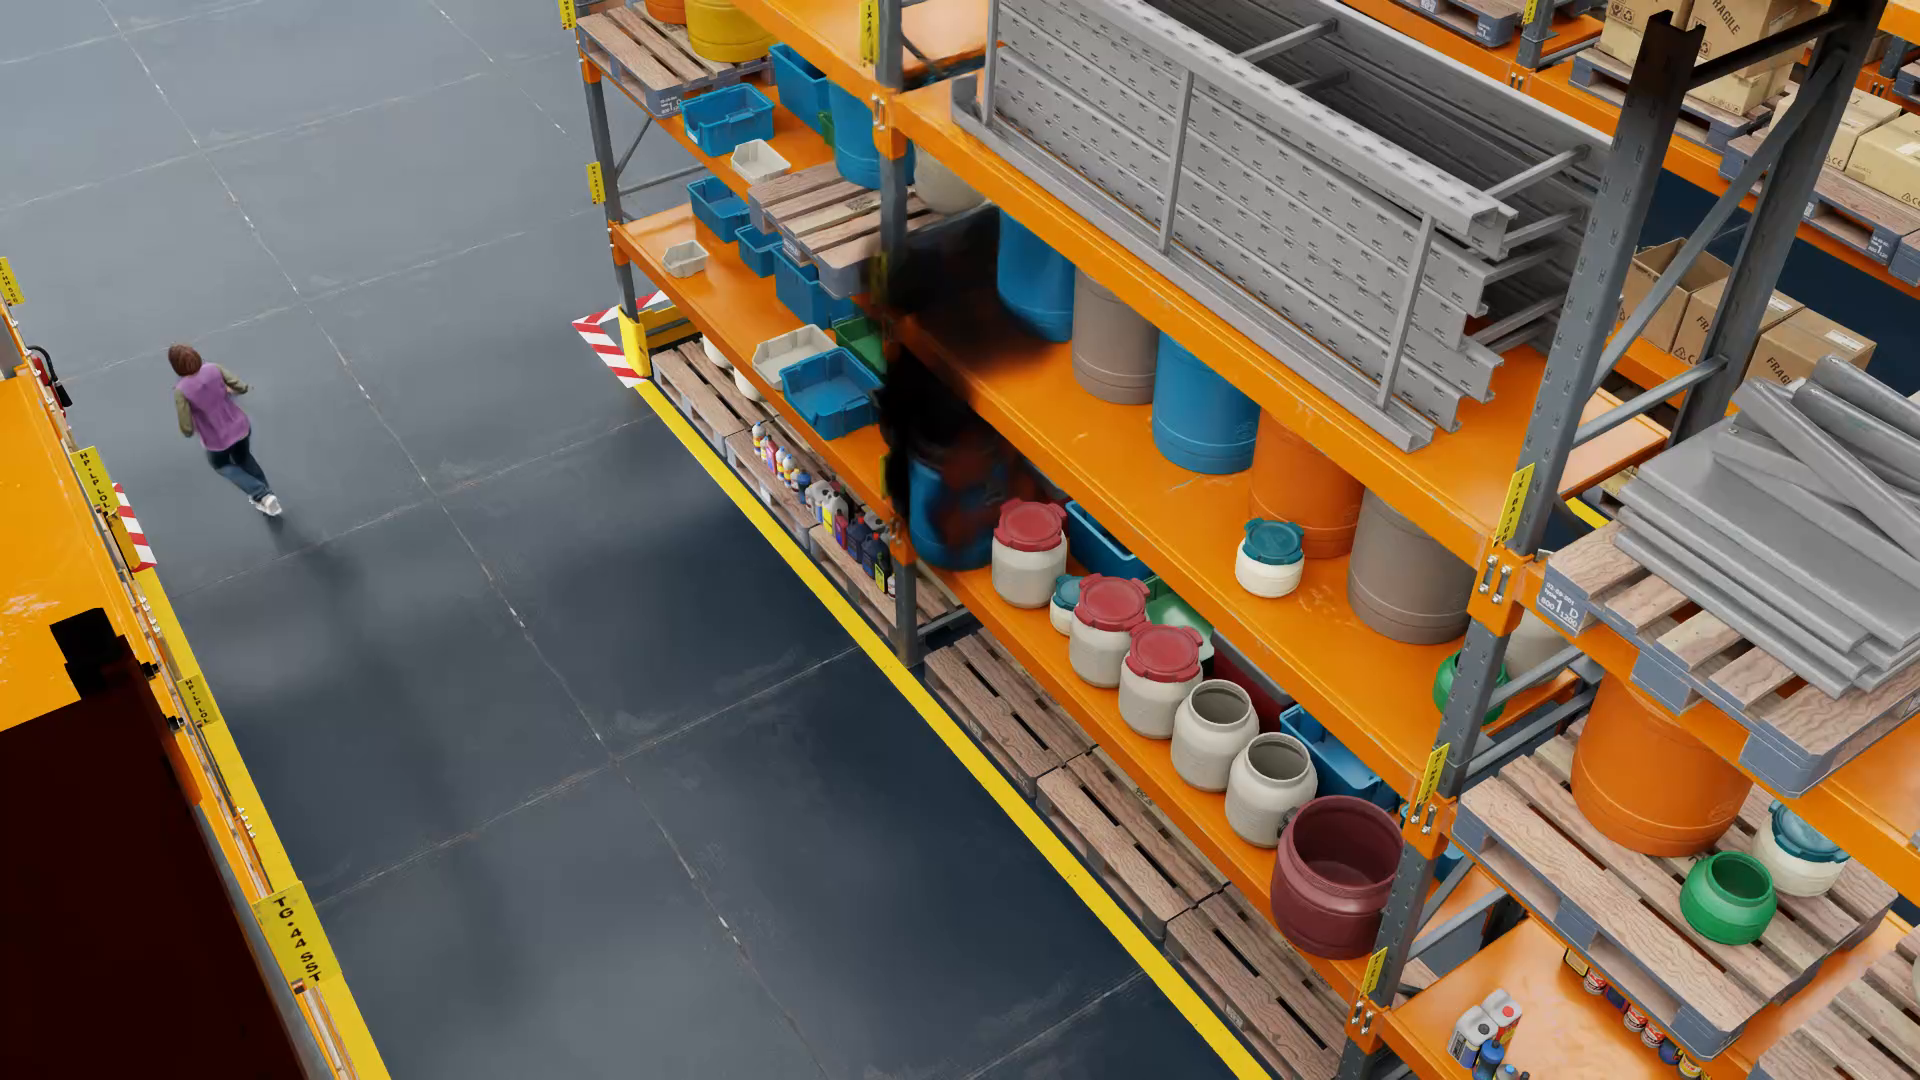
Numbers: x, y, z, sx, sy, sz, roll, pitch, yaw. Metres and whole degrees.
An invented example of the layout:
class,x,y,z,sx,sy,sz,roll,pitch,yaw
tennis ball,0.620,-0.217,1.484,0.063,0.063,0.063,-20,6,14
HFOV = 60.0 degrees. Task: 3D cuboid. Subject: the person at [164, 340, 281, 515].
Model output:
class,x,y,z,sx,sy,sz,roll,pitch,yaw
person,-5.140,-0.749,11.443,0.567,1.551,0.556,27,49,26
